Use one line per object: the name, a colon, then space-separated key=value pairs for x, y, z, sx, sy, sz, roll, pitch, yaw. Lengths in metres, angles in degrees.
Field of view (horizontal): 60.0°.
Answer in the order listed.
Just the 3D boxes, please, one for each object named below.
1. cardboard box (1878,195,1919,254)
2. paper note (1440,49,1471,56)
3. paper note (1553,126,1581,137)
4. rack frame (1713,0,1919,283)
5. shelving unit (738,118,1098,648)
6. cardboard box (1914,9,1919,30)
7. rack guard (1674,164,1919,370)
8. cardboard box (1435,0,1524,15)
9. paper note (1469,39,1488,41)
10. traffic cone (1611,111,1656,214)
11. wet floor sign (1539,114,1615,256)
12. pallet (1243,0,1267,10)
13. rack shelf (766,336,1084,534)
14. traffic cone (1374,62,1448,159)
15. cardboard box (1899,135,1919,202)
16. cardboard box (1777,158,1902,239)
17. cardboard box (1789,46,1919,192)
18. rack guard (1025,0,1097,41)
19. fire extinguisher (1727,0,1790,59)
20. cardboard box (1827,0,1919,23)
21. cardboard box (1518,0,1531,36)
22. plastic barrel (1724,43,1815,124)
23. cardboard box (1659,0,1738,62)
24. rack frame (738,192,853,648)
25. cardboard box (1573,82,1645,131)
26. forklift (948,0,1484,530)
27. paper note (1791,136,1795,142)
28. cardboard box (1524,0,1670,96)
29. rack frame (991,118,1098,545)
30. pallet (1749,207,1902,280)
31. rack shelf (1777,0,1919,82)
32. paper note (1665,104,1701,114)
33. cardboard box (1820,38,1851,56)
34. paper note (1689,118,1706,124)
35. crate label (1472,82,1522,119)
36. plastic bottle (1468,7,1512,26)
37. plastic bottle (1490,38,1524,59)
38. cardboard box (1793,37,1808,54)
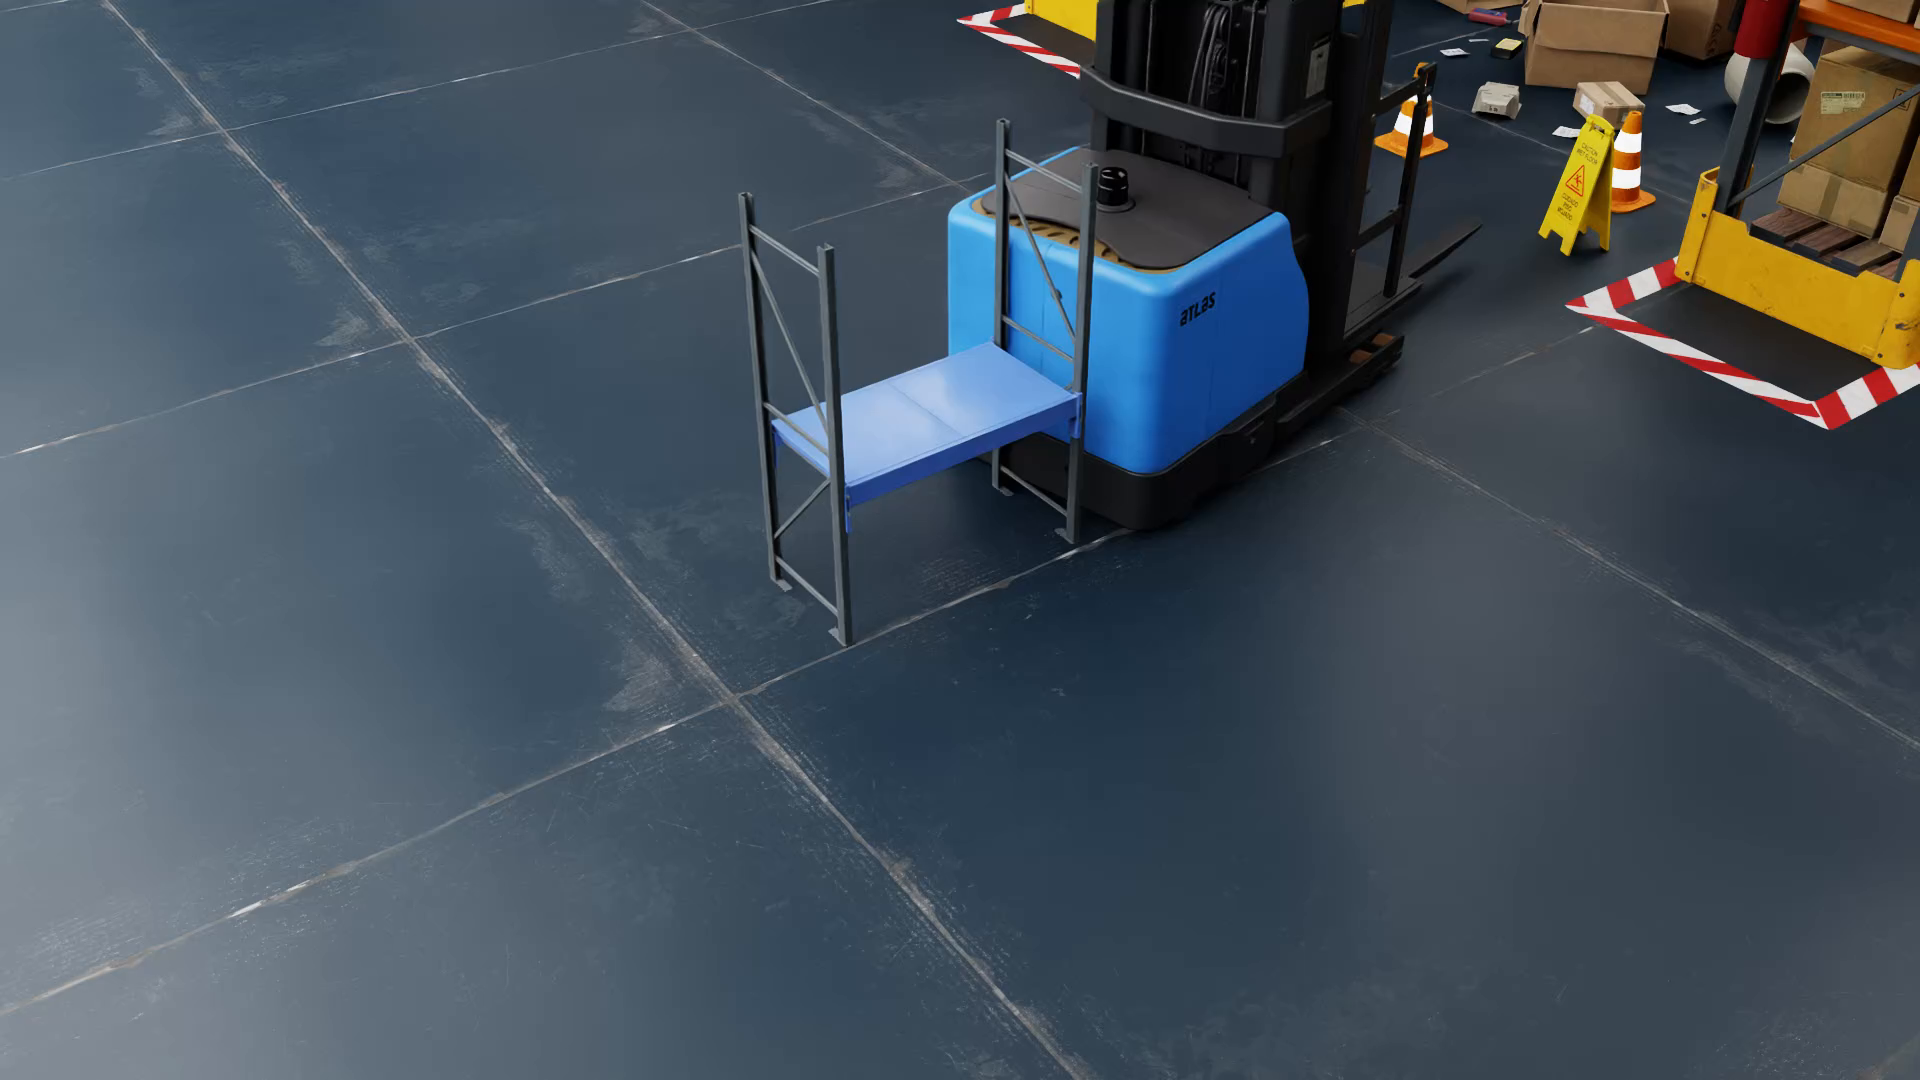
cardboard box: x=4.659 y=-1.454 z=7.699 sx=0.500 sy=0.250 sz=0.500 roll=-23 pitch=42 yaw=-28
paper note: x=3.132 y=-3.086 z=10.517 sx=0.142 sy=0.017 sz=0.144 roll=-9 pitch=37 yaw=-12
paper note: x=3.467 y=-2.324 z=9.454 sx=0.148 sy=0.019 sz=0.142 roll=22 pitch=41 yaw=28
rack frame: x=3.841 y=-2.261 z=6.825 sx=0.127 sy=3.000 sz=1.000 roll=-22 pitch=41 yaw=-28
shelving unit: x=-0.122 y=-0.534 z=5.709 sx=1.048 sy=1.500 sz=0.538 roll=-23 pitch=42 yaw=-29
cardboard box: x=4.237 y=-2.174 z=6.919 sx=0.250 sy=0.149 sz=0.380 roll=-22 pitch=41 yaw=-28
rack guard: x=3.903 y=-1.272 z=7.590 sx=0.348 sy=0.500 sz=1.175 roll=-22 pitch=41 yaw=-28
cardboard box: x=3.498 y=-3.909 z=11.255 sx=0.500 sy=0.500 sz=0.500 roll=-15 pitch=38 yaw=-20
paper note: x=3.345 y=-3.222 z=10.721 sx=0.123 sy=0.001 sz=0.032 roll=-3 pitch=36 yaw=-4
traffic cone: x=3.449 y=-1.991 z=8.622 sx=0.334 sy=0.463 sz=0.336 roll=-22 pitch=41 yaw=-28
wet floor sign: x=3.069 y=-1.752 z=8.133 sx=0.232 sy=0.644 sz=0.267 roll=-9 pitch=37 yaw=-12
pallet: x=1.515 y=-3.764 z=11.302 sx=1.213 sy=0.211 sz=1.003 roll=-22 pitch=41 yaw=-28
rack shelf: x=-0.122 y=-0.388 z=5.814 sx=1.000 sy=0.185 sz=0.538 roll=-23 pitch=42 yaw=-29
traffic cone: x=2.532 y=-2.407 z=9.200 sx=0.334 sy=0.463 sz=0.336 roll=-22 pitch=41 yaw=-28
cardboard box: x=4.678 y=-1.767 z=7.491 sx=0.500 sy=0.500 sz=0.500 roll=-24 pitch=42 yaw=-29
cardboard box: x=4.366 y=-1.723 z=8.073 sx=0.500 sy=0.250 sz=0.500 roll=-23 pitch=41 yaw=-28
cardboard box: x=4.345 y=-2.013 z=7.834 sx=0.500 sy=0.500 sz=0.500 roll=-22 pitch=41 yaw=-28
rack guard: x=0.887 y=-3.566 z=10.781 sx=0.348 sy=0.500 sz=1.175 roll=-22 pitch=41 yaw=-28
fire extinguisher: x=3.482 y=-2.411 z=7.099 sx=0.183 sy=0.674 sz=0.296 roll=-22 pitch=41 yaw=-28
cardboard box: x=4.023 y=-2.387 z=7.215 sx=0.250 sy=0.149 sz=0.380 roll=-21 pitch=41 yaw=-26
cardboard box: x=3.832 y=-3.368 z=10.705 sx=0.258 sy=0.266 sz=0.396 roll=-15 pitch=38 yaw=-20
plastic barrel: x=4.657 y=-2.632 z=9.547 sx=0.421 sy=0.421 sz=0.512 roll=3 pitch=36 yaw=4
cardboard box: x=4.577 y=-3.420 z=10.458 sx=0.503 sy=0.637 sz=0.797 roll=-22 pitch=41 yaw=-28
rack frame: x=-0.531 y=-0.357 z=5.463 sx=0.032 sy=1.500 sz=0.500 roll=-23 pitch=42 yaw=-29
cardboard box: x=3.748 y=-2.508 z=9.610 sx=0.250 sy=0.149 sz=0.380 roll=-3 pitch=36 yaw=-4
forklift: x=1.284 y=-2.012 z=6.538 sx=1.130 sy=2.935 sz=3.031 roll=27 pitch=44 yaw=32
paper note: x=4.749 y=-2.240 z=9.338 sx=0.142 sy=0.019 sz=0.148 roll=22 pitch=41 yaw=28
cardboard box: x=3.818 y=-3.047 z=10.055 sx=0.797 sy=0.503 sz=0.637 roll=9 pitch=37 yaw=12
rack frame: x=0.286 y=-0.711 z=5.955 sx=0.032 sy=1.500 sz=0.500 roll=-23 pitch=42 yaw=-29
pallet: x=4.587 y=-1.411 z=8.031 sx=1.213 sy=0.211 sz=1.003 roll=-22 pitch=41 yaw=-28
rack shelf: x=5.475 y=-2.642 z=7.970 sx=4.000 sy=0.370 sz=1.077 roll=-22 pitch=41 yaw=-28
paper note: x=4.247 y=-2.533 z=9.756 sx=0.142 sy=0.019 sz=0.148 roll=-9 pitch=37 yaw=-12
cardboard box: x=5.450 y=-2.882 z=9.826 sx=0.500 sy=0.500 sz=0.500 roll=3 pitch=36 yaw=4
paper note: x=4.262 y=-2.421 z=9.607 sx=0.123 sy=0.001 sz=0.032 roll=-22 pitch=41 yaw=-28
crate label: x=3.138 y=-2.568 z=9.704 sx=0.250 sy=0.136 sz=0.298 roll=15 pitch=38 yaw=20
plastic bottle: x=3.524 y=-3.457 z=11.004 sx=0.283 sy=0.061 sz=0.133 roll=22 pitch=41 yaw=28
plastic bottle: x=3.478 y=-3.125 z=10.543 sx=0.133 sy=0.061 sz=0.283 roll=22 pitch=41 yaw=28
cardboard box: x=5.208 y=-3.247 z=10.537 sx=0.258 sy=0.266 sz=0.396 roll=9 pitch=37 yaw=12
